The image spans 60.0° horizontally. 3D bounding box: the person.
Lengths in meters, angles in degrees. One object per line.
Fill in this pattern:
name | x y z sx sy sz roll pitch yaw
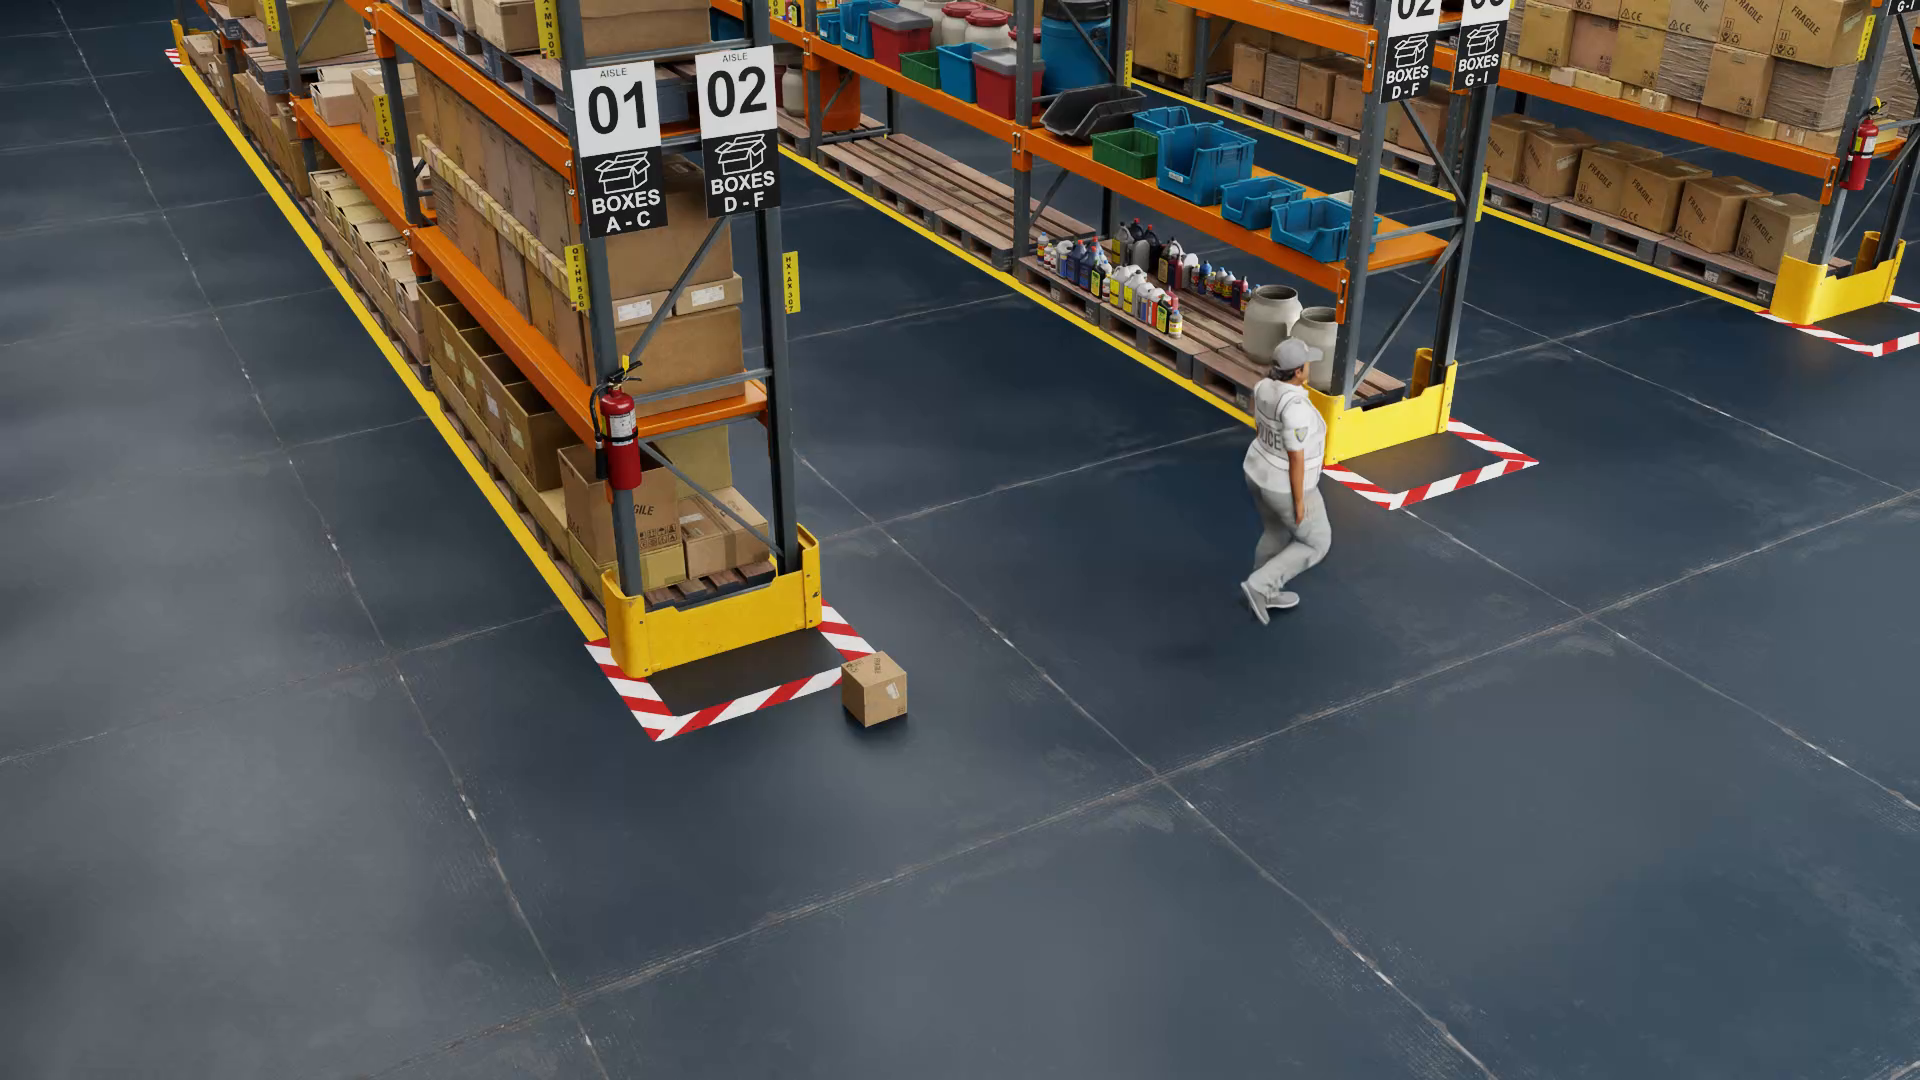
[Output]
person | 1.750 -0.317 9.063 0.482 1.656 0.496 -9 30 -16
